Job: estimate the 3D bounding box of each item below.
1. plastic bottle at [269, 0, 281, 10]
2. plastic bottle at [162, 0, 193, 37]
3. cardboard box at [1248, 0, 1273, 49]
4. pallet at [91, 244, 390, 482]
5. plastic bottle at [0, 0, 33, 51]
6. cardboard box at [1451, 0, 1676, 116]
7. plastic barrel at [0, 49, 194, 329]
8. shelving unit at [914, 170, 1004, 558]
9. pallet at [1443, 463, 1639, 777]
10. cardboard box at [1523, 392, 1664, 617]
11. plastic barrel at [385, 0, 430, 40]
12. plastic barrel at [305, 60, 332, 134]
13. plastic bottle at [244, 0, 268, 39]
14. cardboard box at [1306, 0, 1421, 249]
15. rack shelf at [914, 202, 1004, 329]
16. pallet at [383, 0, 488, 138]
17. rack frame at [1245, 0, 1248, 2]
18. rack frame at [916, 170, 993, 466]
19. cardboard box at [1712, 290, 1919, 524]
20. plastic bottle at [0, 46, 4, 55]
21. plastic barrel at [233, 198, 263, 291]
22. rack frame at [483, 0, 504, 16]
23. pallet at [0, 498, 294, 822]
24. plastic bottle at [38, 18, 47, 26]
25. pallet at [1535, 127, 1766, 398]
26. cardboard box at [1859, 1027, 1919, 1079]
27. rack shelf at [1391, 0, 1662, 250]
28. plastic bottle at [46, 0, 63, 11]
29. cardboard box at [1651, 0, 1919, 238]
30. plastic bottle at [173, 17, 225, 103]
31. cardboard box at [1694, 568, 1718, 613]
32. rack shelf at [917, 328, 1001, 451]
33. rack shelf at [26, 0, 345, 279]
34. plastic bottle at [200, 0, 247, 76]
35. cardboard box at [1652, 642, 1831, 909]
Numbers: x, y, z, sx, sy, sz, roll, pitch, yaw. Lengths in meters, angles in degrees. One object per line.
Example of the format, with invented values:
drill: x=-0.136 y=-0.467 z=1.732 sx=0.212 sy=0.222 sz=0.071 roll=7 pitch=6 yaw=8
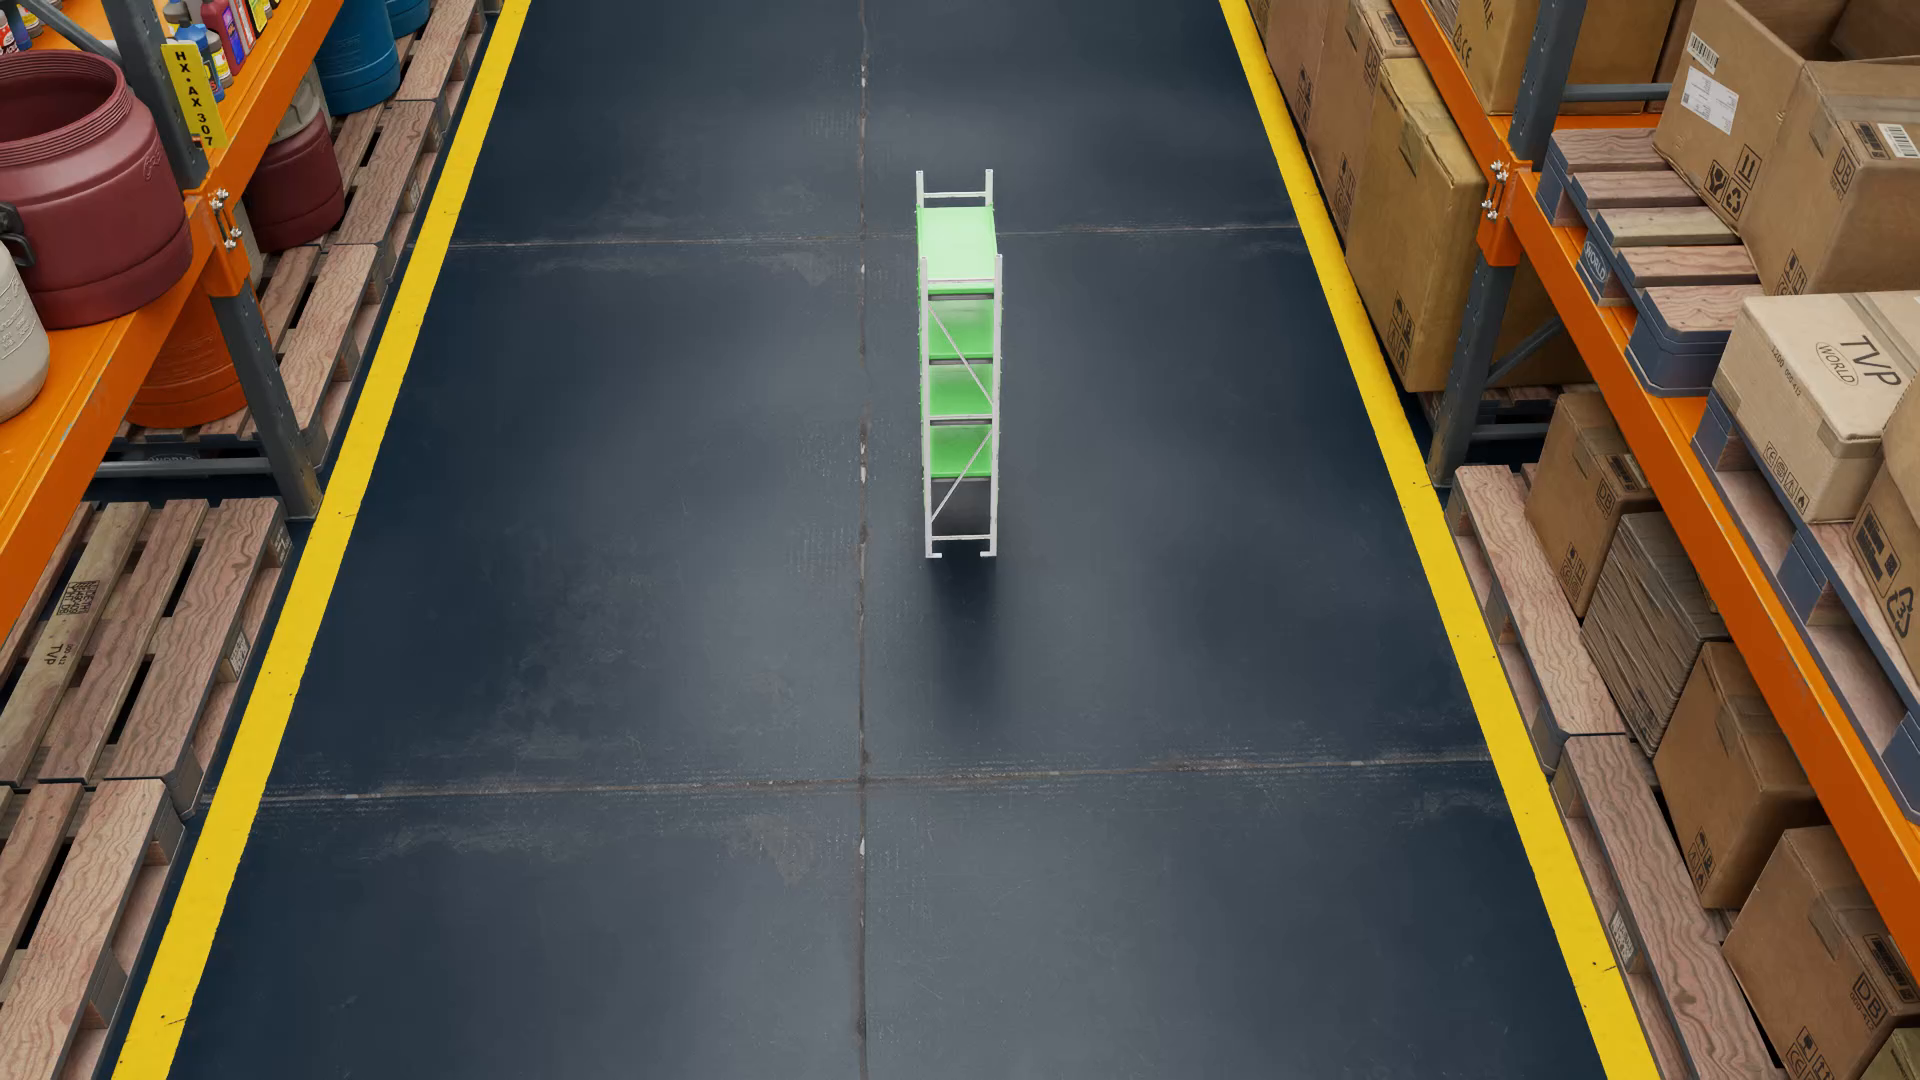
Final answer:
plastic bottle: x=-2.443 y=-2.017 z=5.817 sx=0.061 sy=0.283 sz=0.133 roll=-2 pitch=43 yaw=-2
plastic bottle: x=-2.597 y=-1.723 z=5.557 sx=0.097 sy=0.201 sz=0.097 roll=0 pitch=43 yaw=0
cardboard box: x=2.068 y=-2.981 z=8.044 sx=1.225 sy=0.875 sz=0.875 roll=-2 pitch=43 yaw=-2
pallet: x=-2.833 y=-0.702 z=6.359 sx=1.003 sy=0.211 sz=1.213 roll=-2 pitch=43 yaw=-2
plastic bottle: x=-3.206 y=-1.778 z=5.565 sx=0.097 sy=0.271 sz=0.097 roll=0 pitch=43 yaw=0
cardboard box: x=1.922 y=-1.704 z=5.315 sx=0.500 sy=0.500 sz=0.500 roll=0 pitch=43 yaw=0
plastic barrel: x=-2.435 y=-0.944 z=4.460 sx=0.600 sy=0.536 sz=0.708 roll=-2 pitch=43 yaw=-2
shelving unit: x=-0.007 y=-0.554 z=5.466 sx=0.258 sy=1.200 sz=0.503 roll=-2 pitch=43 yaw=-2
pallet: x=2.222 y=0.215 z=5.360 sx=1.003 sy=0.211 sz=1.213 roll=-2 pitch=43 yaw=-2
cardboard box: x=2.239 y=-0.130 z=5.196 sx=0.700 sy=0.500 sz=0.500 roll=-4 pitch=43 yaw=-4
plastic barrel: x=-2.922 y=-2.913 z=7.950 sx=0.600 sy=0.901 sz=0.708 roll=-2 pitch=43 yaw=-2
plastic barrel: x=-2.957 y=-1.907 z=7.141 sx=0.421 sy=0.512 sz=0.421 roll=0 pitch=43 yaw=0
plastic bottle: x=-2.433 y=-1.861 z=5.647 sx=0.061 sy=0.283 sz=0.133 roll=-2 pitch=43 yaw=-2
cardboard box: x=2.152 y=-1.781 z=6.735 sx=1.225 sy=0.875 sz=0.875 roll=-2 pitch=43 yaw=-2
rack shelf: x=-0.007 y=-0.861 z=5.185 sx=0.258 sy=0.148 sz=0.480 roll=-2 pitch=43 yaw=-2
pallet: x=-2.937 y=-2.349 z=8.156 sx=1.003 sy=0.211 sz=1.213 roll=-2 pitch=43 yaw=-2
rack frame: x=2.021 y=-4.041 z=7.939 sx=1.000 sy=3.000 sz=0.127 roll=-2 pitch=43 yaw=-2
rack frame: x=-0.017 y=-0.719 z=5.646 sx=0.240 sy=1.200 sz=0.015 roll=-2 pitch=43 yaw=-2
cardboard box: x=2.032 y=-0.302 z=3.660 sx=0.500 sy=0.250 sz=0.500 roll=-3 pitch=43 yaw=-3
plastic bottle: x=-3.198 y=-1.620 z=5.445 sx=0.097 sy=0.201 sz=0.097 roll=0 pitch=43 yaw=0
plastic barrel: x=-2.909 y=-1.145 z=6.309 sx=0.421 sy=0.512 sz=0.421 roll=0 pitch=43 yaw=0
rack frame: x=-2.928 y=-3.899 z=7.784 sx=1.000 sy=3.000 sz=0.127 roll=-2 pitch=43 yaw=-2
pallet: x=-2.764 y=0.353 z=5.208 sx=1.003 sy=0.211 sz=1.213 roll=-2 pitch=43 yaw=-2
plastic bottle: x=-3.214 y=-1.909 z=5.708 sx=0.097 sy=0.271 sz=0.097 roll=0 pitch=43 yaw=0
pallet: x=2.327 y=-0.792 z=4.536 sx=1.213 sy=0.211 sz=1.003 roll=-2 pitch=43 yaw=-2
cardboard box: x=2.354 y=1.381 z=3.548 sx=0.700 sy=0.500 sz=0.500 roll=-2 pitch=43 yaw=-2
rack shelf: x=2.106 y=-2.426 z=6.709 sx=1.077 sy=0.370 sz=4.000 roll=-2 pitch=43 yaw=-2
plastic bottle: x=-3.218 y=-1.949 z=5.803 sx=0.097 sy=0.201 sz=0.097 roll=0 pitch=43 yaw=0
cardboard box: x=2.254 y=-1.169 z=4.421 sx=0.500 sy=0.500 sz=0.500 roll=-6 pitch=43 yaw=-7
plastic bottle: x=-2.431 y=-1.532 z=5.296 sx=0.097 sy=0.271 sz=0.097 roll=0 pitch=43 yaw=0
cardboard box: x=2.282 y=-0.049 z=4.553 sx=0.500 sy=0.250 sz=0.500 roll=3 pitch=43 yaw=3
rack shelf: x=-0.007 y=-0.507 z=5.510 sx=0.258 sy=0.148 sz=0.480 roll=-2 pitch=43 yaw=-2
rack shelf: x=-2.843 y=-2.284 z=6.554 sx=1.077 sy=0.370 sz=4.000 roll=-2 pitch=43 yaw=-2
plastic bottle: x=-2.422 y=-1.680 z=5.450 sx=0.061 sy=0.283 sz=0.133 roll=-2 pitch=43 yaw=-2
cardboard box: x=2.306 y=0.627 z=4.371 sx=0.700 sy=0.500 sz=0.500 roll=2 pitch=43 yaw=2
